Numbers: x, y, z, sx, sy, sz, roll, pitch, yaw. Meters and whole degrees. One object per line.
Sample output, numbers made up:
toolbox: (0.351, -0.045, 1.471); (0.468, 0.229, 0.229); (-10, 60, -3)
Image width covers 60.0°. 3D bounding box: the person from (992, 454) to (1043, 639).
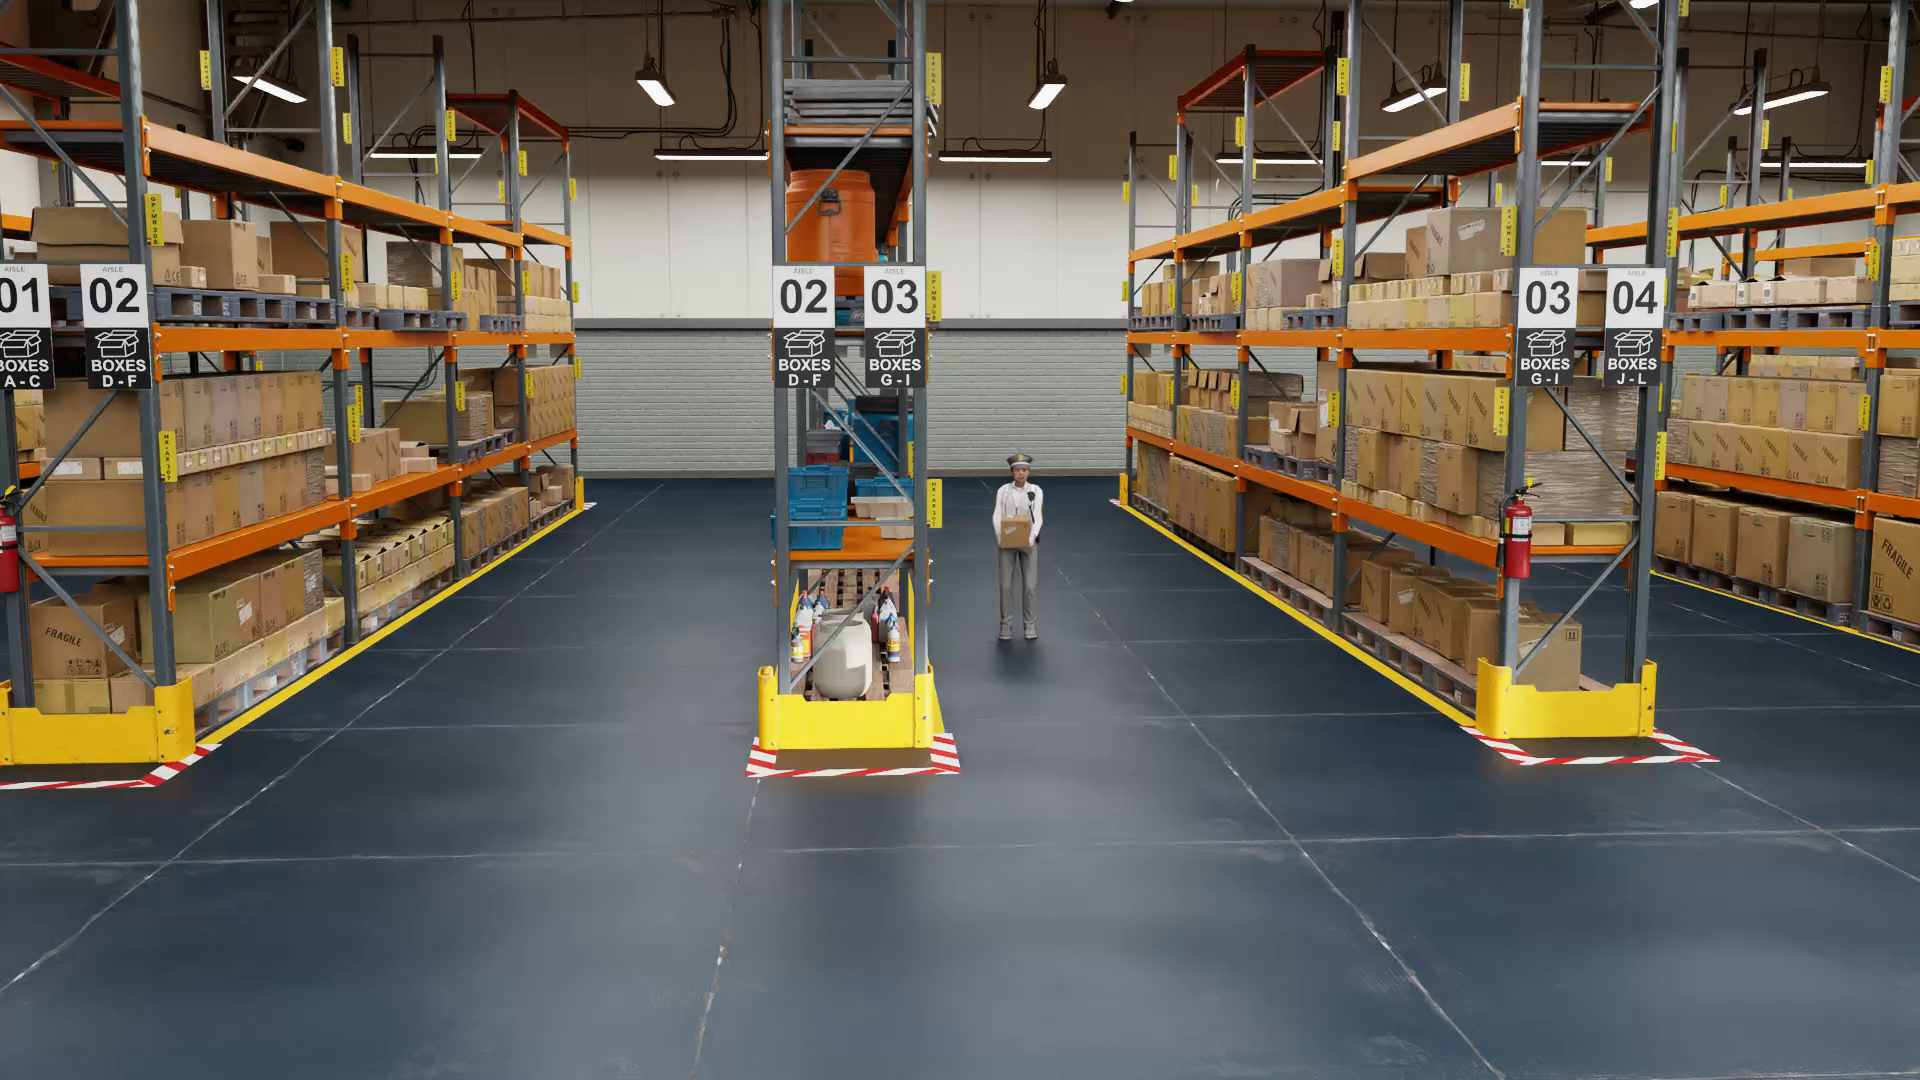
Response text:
person: (0.521, 0.059, 15.177); (0.459, 1.687, 0.554); (1, 7, 6)
